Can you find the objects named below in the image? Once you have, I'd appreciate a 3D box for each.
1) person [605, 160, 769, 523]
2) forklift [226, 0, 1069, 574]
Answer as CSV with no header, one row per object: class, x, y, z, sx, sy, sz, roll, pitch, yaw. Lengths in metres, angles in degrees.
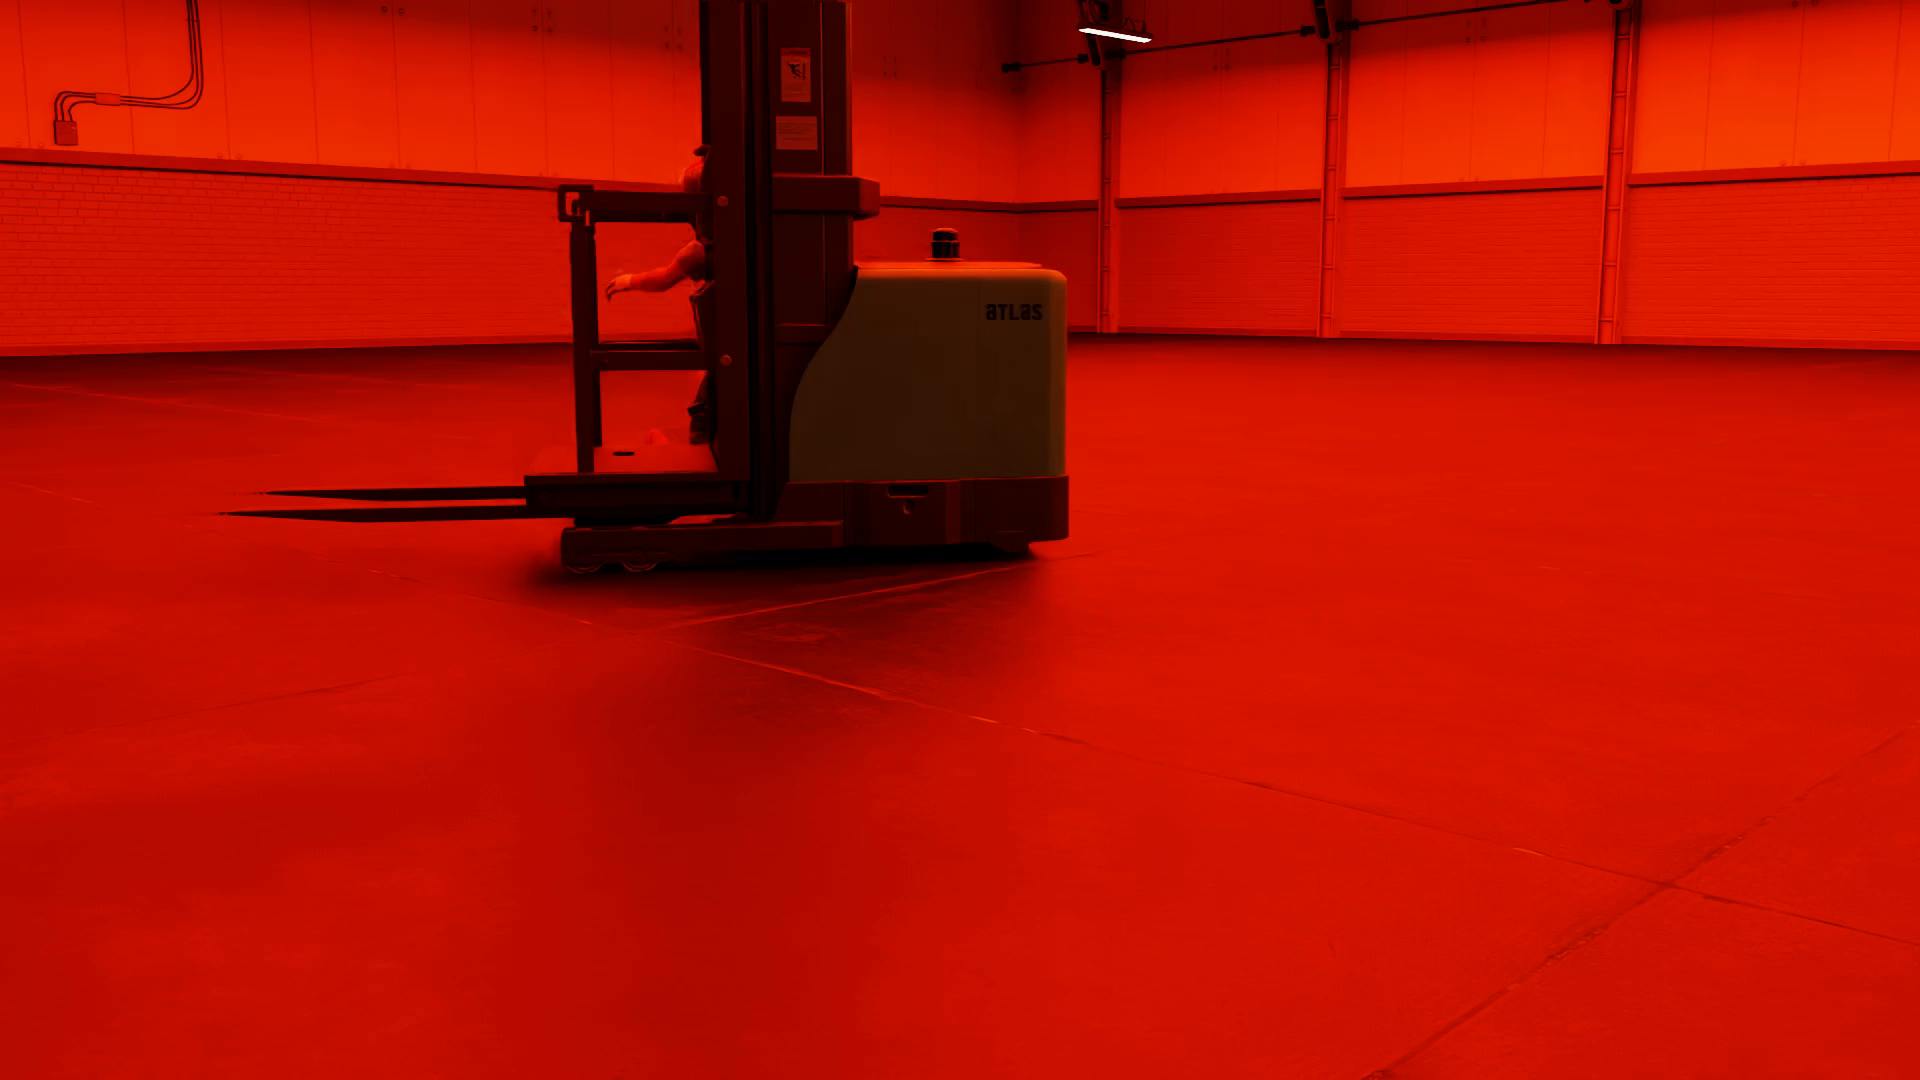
person,-1.078,-0.872,7.310,1.124,1.550,0.916,5,10,28
forklift,-1.155,-1.414,6.261,3.031,2.935,1.130,-2,9,-10
